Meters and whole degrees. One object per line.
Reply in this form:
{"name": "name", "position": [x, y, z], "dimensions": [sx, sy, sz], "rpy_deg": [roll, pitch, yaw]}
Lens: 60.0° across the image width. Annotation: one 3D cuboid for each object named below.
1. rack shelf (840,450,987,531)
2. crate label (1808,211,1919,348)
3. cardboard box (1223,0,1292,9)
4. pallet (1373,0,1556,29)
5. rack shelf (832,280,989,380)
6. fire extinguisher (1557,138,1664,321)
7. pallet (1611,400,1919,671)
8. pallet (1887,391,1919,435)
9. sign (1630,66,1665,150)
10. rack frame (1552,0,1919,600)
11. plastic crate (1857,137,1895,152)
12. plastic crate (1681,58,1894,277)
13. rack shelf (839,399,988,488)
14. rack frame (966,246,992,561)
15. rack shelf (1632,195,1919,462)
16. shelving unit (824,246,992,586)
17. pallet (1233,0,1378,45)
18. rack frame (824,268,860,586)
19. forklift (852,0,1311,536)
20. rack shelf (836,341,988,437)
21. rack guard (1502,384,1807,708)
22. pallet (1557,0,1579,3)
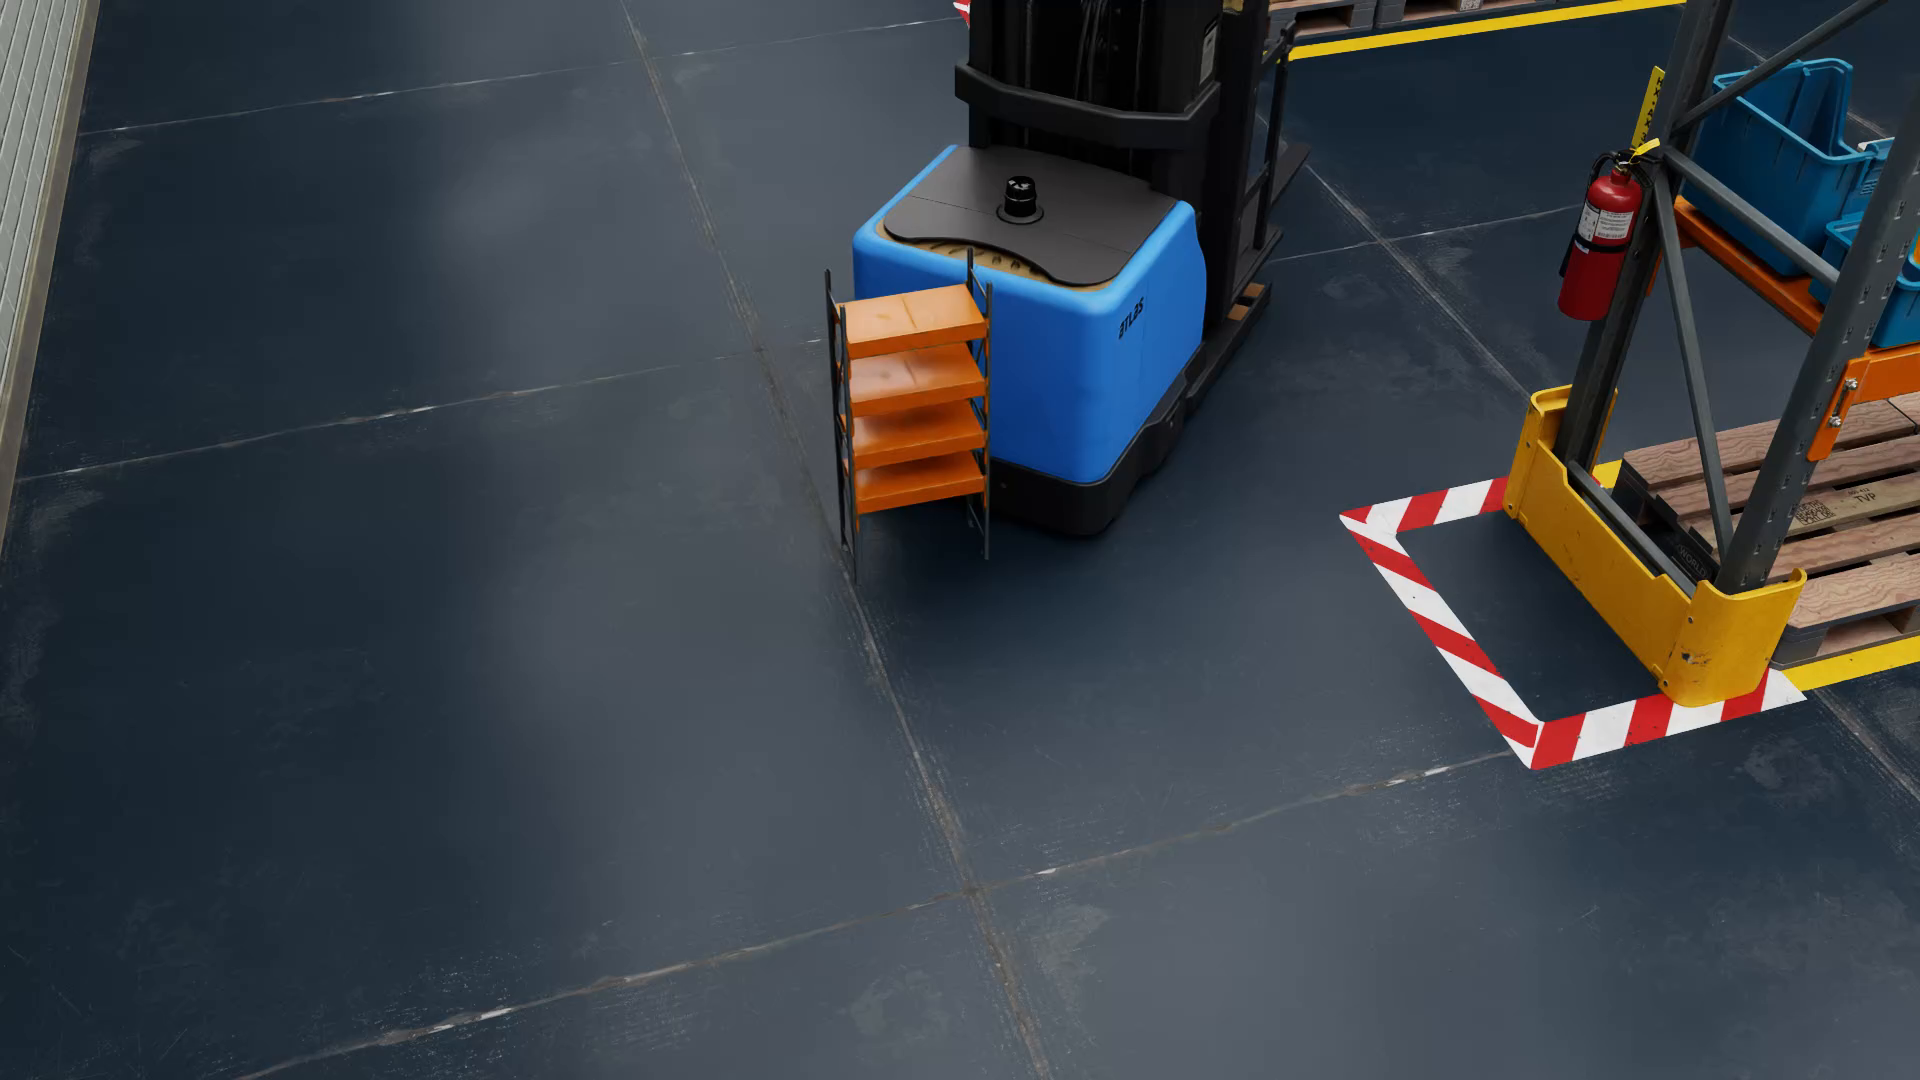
{"name": "rack shelf", "position": [-0.169, -0.207, 5.980], "dimensions": [0.480, 0.148, 0.258], "rpy_deg": [-11, 42, -12]}
{"name": "crate label", "position": [2.762, -0.769, 4.932], "dimensions": [0.303, 0.233, 0.416], "rpy_deg": [-12, 42, -13]}
{"name": "cardboard box", "position": [1.527, -3.610, 9.398], "dimensions": [0.875, 0.875, 0.875], "rpy_deg": [-12, 42, -13]}
{"name": "pallet", "position": [2.841, -3.471, 10.062], "dimensions": [1.213, 0.211, 1.003], "rpy_deg": [-12, 42, -13]}
{"name": "rack shelf", "position": [-0.169, -0.704, 5.546], "dimensions": [0.480, 0.148, 0.258], "rpy_deg": [-11, 42, -12]}
{"name": "fire extinguisher", "position": [2.148, -1.053, 5.517], "dimensions": [0.183, 0.674, 0.296], "rpy_deg": [-12, 42, -13]}
{"name": "pallet", "position": [3.226, -0.056, 6.153], "dimensions": [1.213, 0.211, 1.003], "rpy_deg": [-12, 42, -13]}
{"name": "pallet", "position": [4.388, -0.294, 6.426], "dimensions": [1.213, 0.211, 1.003], "rpy_deg": [-12, 42, -13]}
{"name": "sign", "position": [2.247, -1.370, 5.415], "dimensions": [0.005, 0.325, 0.100], "rpy_deg": [-12, 42, -13]}
{"name": "rack frame", "position": [2.428, -0.967, 5.077], "dimensions": [0.127, 3.000, 1.000], "rpy_deg": [-12, 42, -13]}
{"name": "plastic crate", "position": [3.151, -1.165, 5.459], "dimensions": [0.243, 0.136, 0.396], "rpy_deg": [-12, 42, -13]}
{"name": "plastic crate", "position": [2.691, -1.186, 5.255], "dimensions": [0.499, 0.435, 0.616], "rpy_deg": [-12, 42, -13]}
{"name": "rack shelf", "position": [-0.169, -0.357, 5.849], "dimensions": [0.480, 0.148, 0.258], "rpy_deg": [-11, 42, -12]}
{"name": "rack frame", "position": [0.065, -0.452, 5.856], "dimensions": [0.015, 1.200, 0.240], "rpy_deg": [-11, 42, -12]}
{"name": "rack shelf", "position": [4.336, -1.091, 5.766], "dimensions": [4.000, 0.370, 1.077], "rpy_deg": [-12, 42, -13]}
{"name": "shelving unit", "position": [-0.169, -0.408, 5.805], "dimensions": [0.503, 1.200, 0.258], "rpy_deg": [-11, 42, -12]}
{"name": "pallet", "position": [1.679, -3.232, 9.789], "dimensions": [1.213, 0.211, 1.003], "rpy_deg": [-12, 42, -13]}
{"name": "rack frame", "position": [-0.404, -0.363, 5.753], "dimensions": [0.015, 1.200, 0.240], "rpy_deg": [-11, 42, -12]}
{"name": "forklift", "position": [0.723, -2.084, 6.407], "dimensions": [1.130, 2.935, 3.031], "rpy_deg": [19, 44, 20]}
{"name": "rack shelf", "position": [-0.169, -0.525, 5.702], "dimensions": [0.480, 0.148, 0.258], "rpy_deg": [-11, 42, -12]}
{"name": "rack guard", "position": [2.409, -0.013, 5.885], "dimensions": [0.348, 0.500, 1.175], "rpy_deg": [-12, 42, -13]}
{"name": "pallet", "position": [4.007, -3.714, 10.341], "dimensions": [1.213, 0.211, 1.003], "rpy_deg": [-12, 42, -13]}
